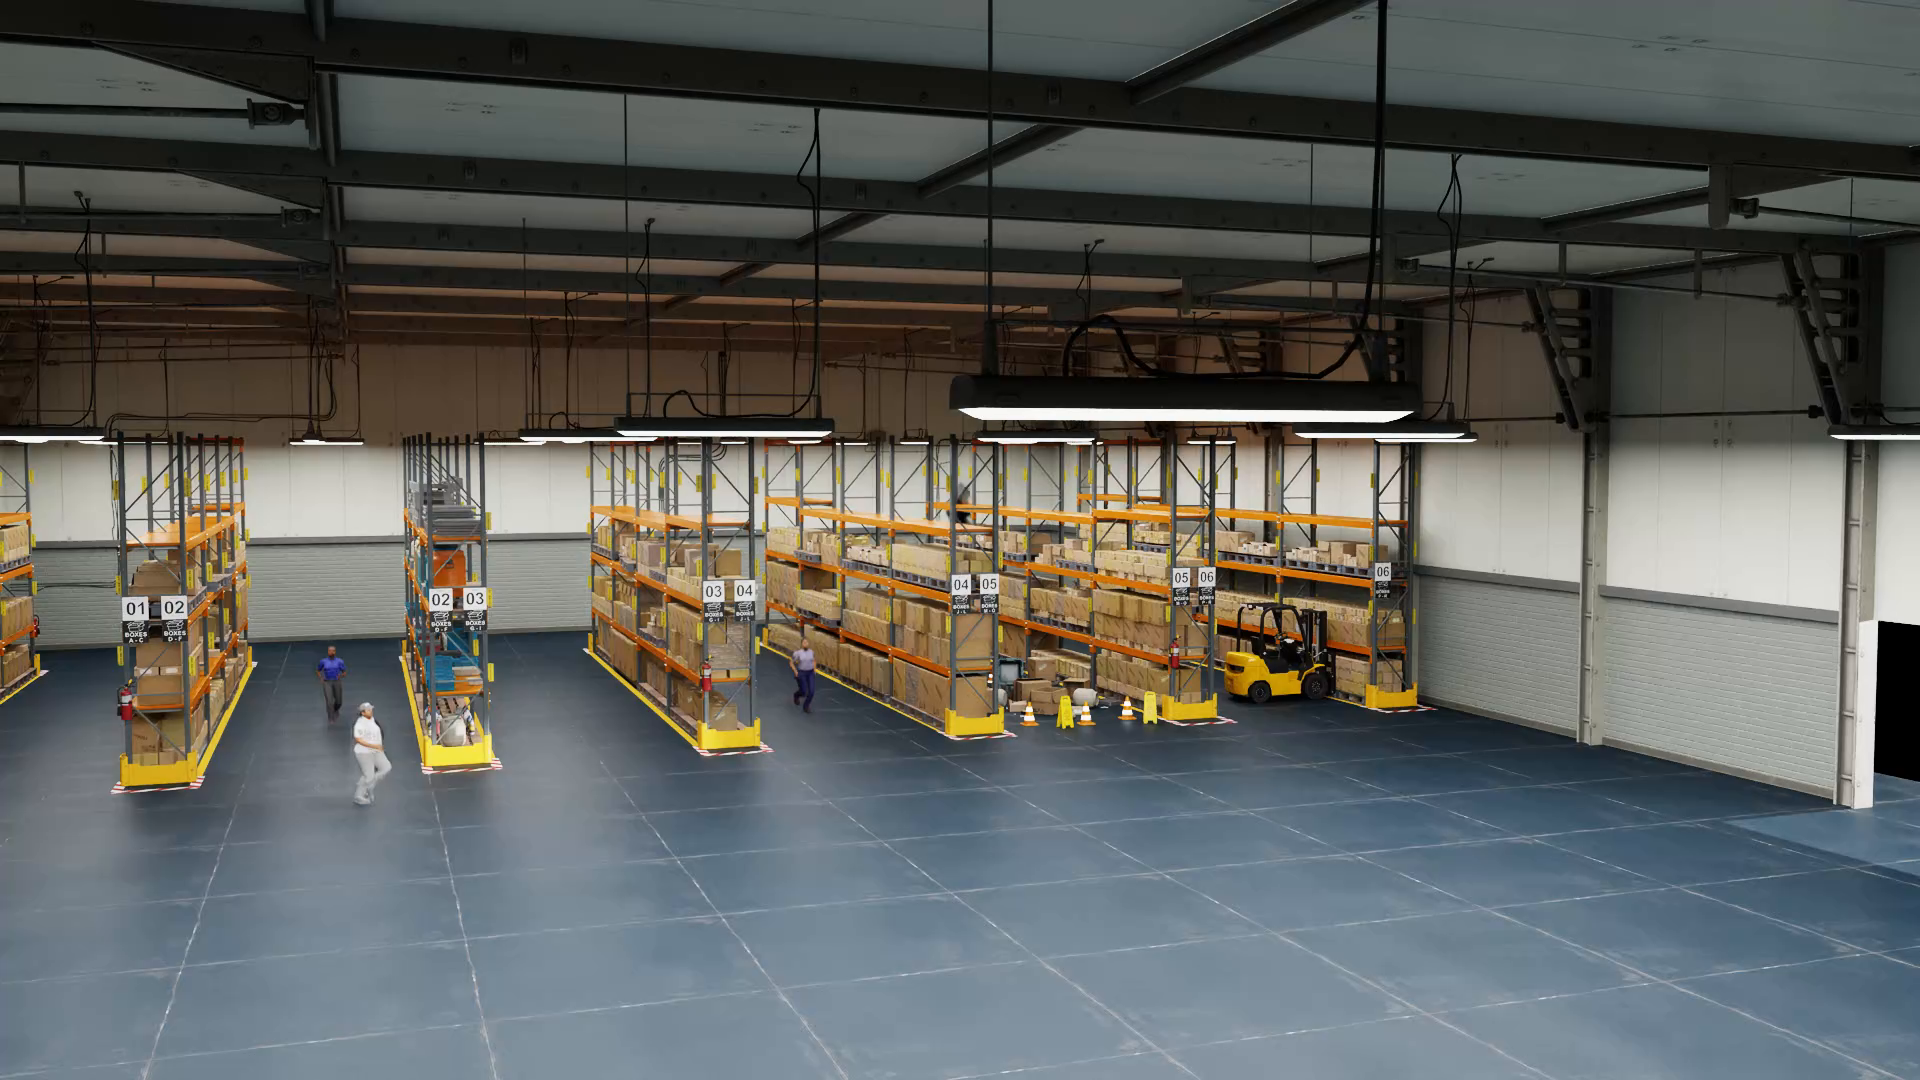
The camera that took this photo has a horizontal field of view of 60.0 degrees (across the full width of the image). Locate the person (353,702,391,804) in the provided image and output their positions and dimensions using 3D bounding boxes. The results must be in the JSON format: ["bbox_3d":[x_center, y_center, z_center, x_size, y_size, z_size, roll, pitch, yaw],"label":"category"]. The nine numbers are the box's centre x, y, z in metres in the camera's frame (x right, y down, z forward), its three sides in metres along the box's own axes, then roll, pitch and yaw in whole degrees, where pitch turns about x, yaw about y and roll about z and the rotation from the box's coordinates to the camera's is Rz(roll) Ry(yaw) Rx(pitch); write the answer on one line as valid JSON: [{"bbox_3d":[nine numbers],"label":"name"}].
[{"bbox_3d":[-9.501,3.422,26.793,0.570,1.627,0.618,0,3,8],"label":"person"}]

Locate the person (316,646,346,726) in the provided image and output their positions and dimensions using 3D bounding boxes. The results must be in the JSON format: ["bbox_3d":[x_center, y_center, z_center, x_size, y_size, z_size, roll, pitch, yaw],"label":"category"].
[{"bbox_3d":[-13.012,3.047,34.433,0.586,1.529,0.749,-2,3,-25],"label":"person"}]

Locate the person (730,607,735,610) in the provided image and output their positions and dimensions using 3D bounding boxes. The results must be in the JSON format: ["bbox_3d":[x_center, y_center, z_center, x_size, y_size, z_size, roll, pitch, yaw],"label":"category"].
[{"bbox_3d":[-6.014,2.335,45.663,0.708,1.737,0.640,-1,3,-24],"label":"person"}]

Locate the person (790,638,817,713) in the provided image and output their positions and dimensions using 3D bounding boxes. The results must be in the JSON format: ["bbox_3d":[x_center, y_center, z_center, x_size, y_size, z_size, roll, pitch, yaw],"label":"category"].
[{"bbox_3d":[-3.369,2.937,36.088,0.617,1.605,0.552,-2,4,-29],"label":"person"}]
